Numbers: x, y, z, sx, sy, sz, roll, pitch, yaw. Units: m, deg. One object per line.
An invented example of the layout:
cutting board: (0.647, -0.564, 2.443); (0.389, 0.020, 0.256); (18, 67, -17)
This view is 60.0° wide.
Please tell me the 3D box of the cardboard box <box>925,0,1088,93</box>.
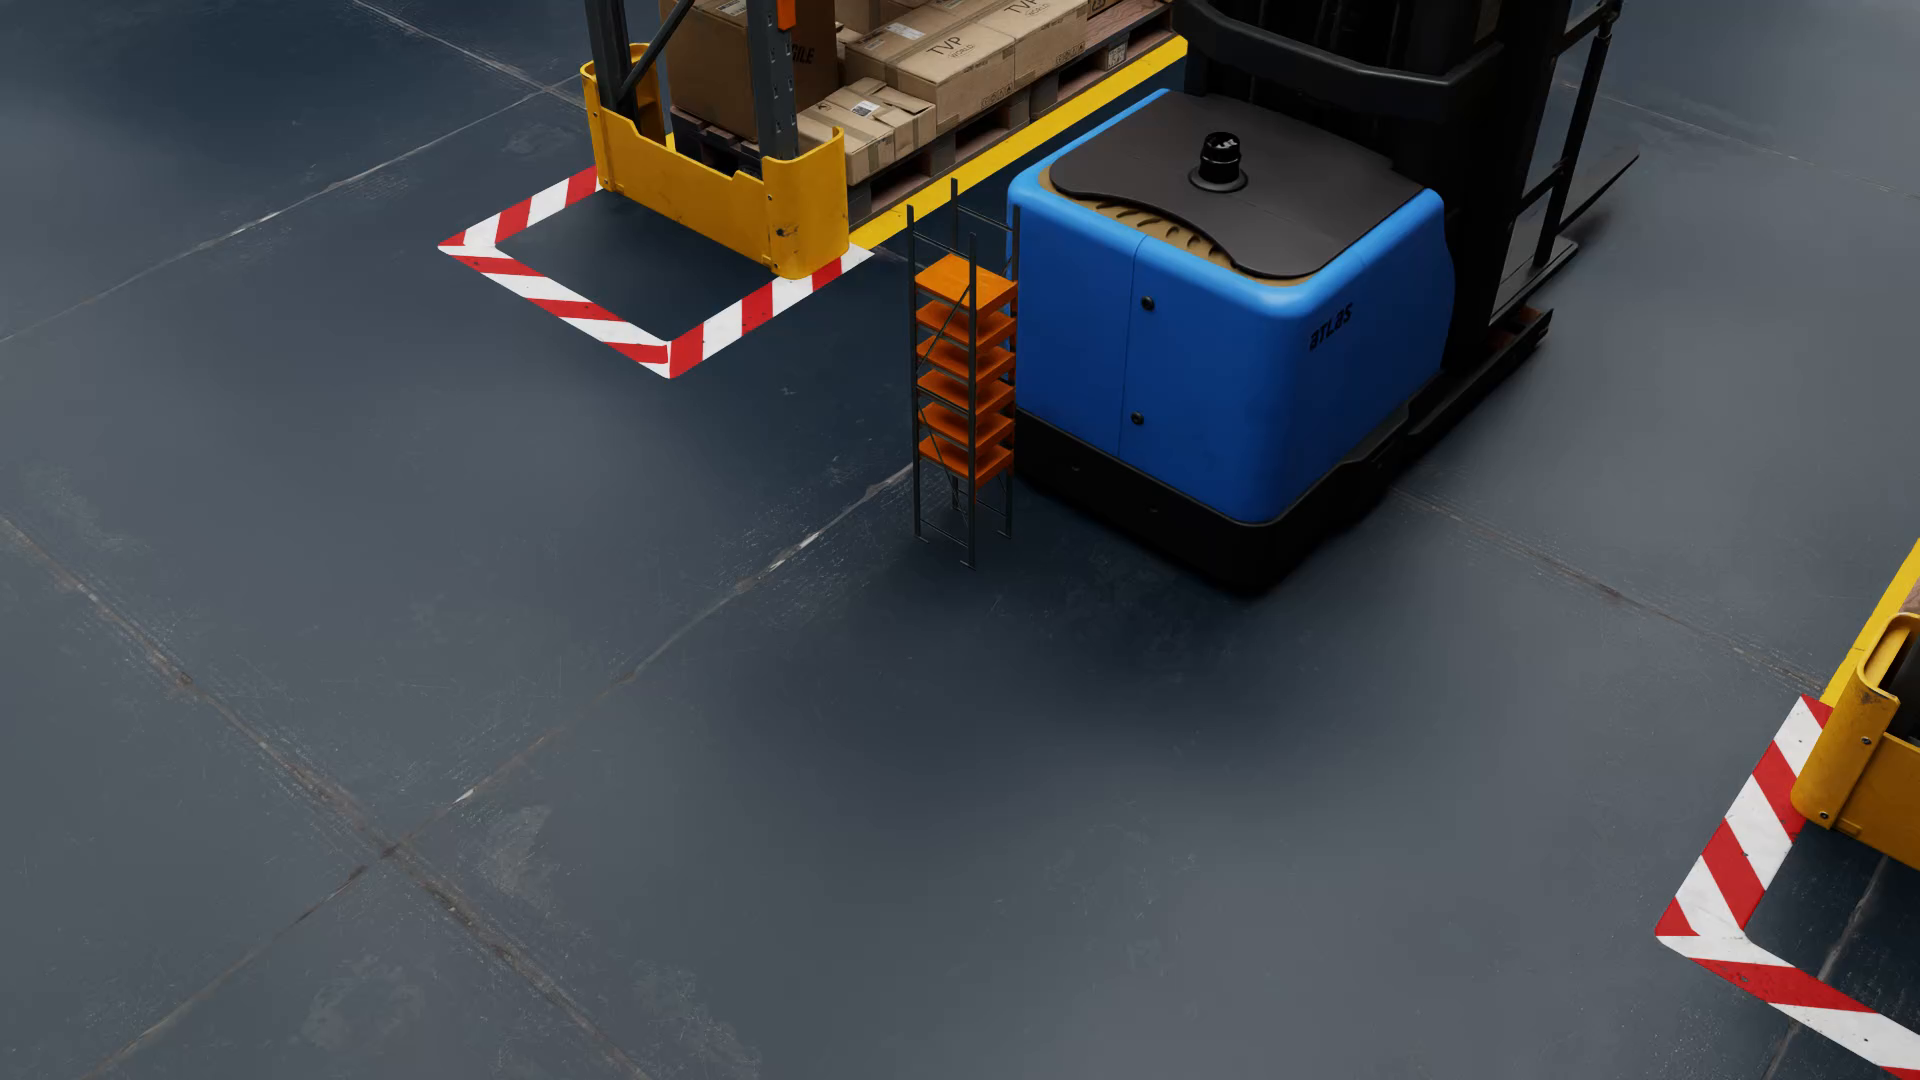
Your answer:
cardboard box: (0.198, -2.204, 7.161); (0.500, 0.250, 0.500); (29, 50, 28)

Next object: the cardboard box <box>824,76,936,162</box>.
cardboard box: (-0.319, -1.696, 6.665); (0.380, 0.166, 0.250); (29, 50, 28)

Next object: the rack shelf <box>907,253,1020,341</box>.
rack shelf: (0.009, -0.685, 4.642); (0.258, 0.103, 0.180); (29, 50, 28)

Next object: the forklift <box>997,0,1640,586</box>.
forklift: (1.469, -1.863, 5.120); (1.130, 2.935, 3.031); (30, 50, 29)

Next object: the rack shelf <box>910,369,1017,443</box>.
rack shelf: (0.009, -0.419, 4.884); (0.258, 0.103, 0.180); (29, 50, 28)

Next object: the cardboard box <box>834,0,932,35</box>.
cardboard box: (-0.217, -2.394, 7.370); (0.500, 0.250, 0.500); (29, 50, 28)

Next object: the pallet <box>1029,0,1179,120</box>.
pallet: (0.334, -2.430, 7.765); (1.003, 0.211, 1.213); (29, 50, 28)

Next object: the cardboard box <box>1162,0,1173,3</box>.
cardboard box: (0.930, -2.811, 7.784); (0.500, 0.311, 0.500); (29, 50, 28)

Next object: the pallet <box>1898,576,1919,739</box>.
pallet: (3.236, 0.343, 4.716); (1.003, 0.211, 1.213); (29, 50, 28)

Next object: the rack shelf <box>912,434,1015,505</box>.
rack shelf: (0.009, -0.241, 5.046); (0.258, 0.103, 0.180); (29, 50, 28)

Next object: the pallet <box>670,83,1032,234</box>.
pallet: (-0.451, -1.804, 7.078); (1.003, 0.211, 1.213); (29, 50, 28)

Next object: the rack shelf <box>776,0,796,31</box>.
rack shelf: (0.275, -3.150, 7.019); (1.077, 0.370, 4.000); (29, 50, 28)

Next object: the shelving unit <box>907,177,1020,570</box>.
shelving unit: (0.009, -0.451, 4.855); (0.258, 1.200, 0.189); (29, 50, 28)

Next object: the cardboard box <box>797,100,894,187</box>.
cardboard box: (-0.480, -1.561, 6.529); (0.380, 0.149, 0.250); (29, 50, 28)

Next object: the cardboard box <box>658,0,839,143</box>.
cardboard box: (-0.851, -2.011, 6.763); (0.500, 0.500, 0.500); (29, 50, 28)

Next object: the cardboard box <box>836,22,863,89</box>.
cardboard box: (-0.521, -2.057, 7.061); (0.380, 0.166, 0.250); (29, 50, 28)

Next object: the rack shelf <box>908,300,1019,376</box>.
rack shelf: (0.009, -0.596, 4.723); (0.258, 0.103, 0.180); (29, 50, 28)

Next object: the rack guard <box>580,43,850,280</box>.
rack guard: (-0.963, -1.500, 6.528); (1.175, 0.500, 0.348); (29, 50, 28)

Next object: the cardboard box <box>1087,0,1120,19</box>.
cardboard box: (0.357, -2.715, 7.535); (0.797, 0.503, 0.637); (29, 50, 28)

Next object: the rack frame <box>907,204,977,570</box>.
rack frame: (-0.050, -0.404, 4.803); (0.240, 1.200, 0.006); (29, 50, 28)

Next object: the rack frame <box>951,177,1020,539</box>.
rack frame: (0.068, -0.498, 4.906); (0.240, 1.200, 0.006); (29, 50, 28)

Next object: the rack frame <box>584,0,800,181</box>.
rack frame: (-1.012, -2.386, 5.644); (1.000, 3.000, 0.127); (29, 50, 28)

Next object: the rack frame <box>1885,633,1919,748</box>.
rack frame: (2.782, -0.243, 3.288); (1.000, 3.000, 0.127); (29, 50, 28)

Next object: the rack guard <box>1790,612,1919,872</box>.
rack guard: (2.766, 0.694, 4.115); (1.175, 0.500, 0.348); (29, 50, 28)

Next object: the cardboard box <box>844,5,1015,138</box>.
cardboard box: (-0.123, -1.946, 6.877); (0.500, 0.250, 0.500); (29, 50, 28)

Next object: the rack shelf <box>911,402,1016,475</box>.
rack shelf: (0.009, -0.330, 4.965); (0.258, 0.103, 0.180); (29, 50, 28)

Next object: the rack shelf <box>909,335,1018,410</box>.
rack shelf: (0.009, -0.507, 4.804); (0.258, 0.103, 0.180); (29, 50, 28)
